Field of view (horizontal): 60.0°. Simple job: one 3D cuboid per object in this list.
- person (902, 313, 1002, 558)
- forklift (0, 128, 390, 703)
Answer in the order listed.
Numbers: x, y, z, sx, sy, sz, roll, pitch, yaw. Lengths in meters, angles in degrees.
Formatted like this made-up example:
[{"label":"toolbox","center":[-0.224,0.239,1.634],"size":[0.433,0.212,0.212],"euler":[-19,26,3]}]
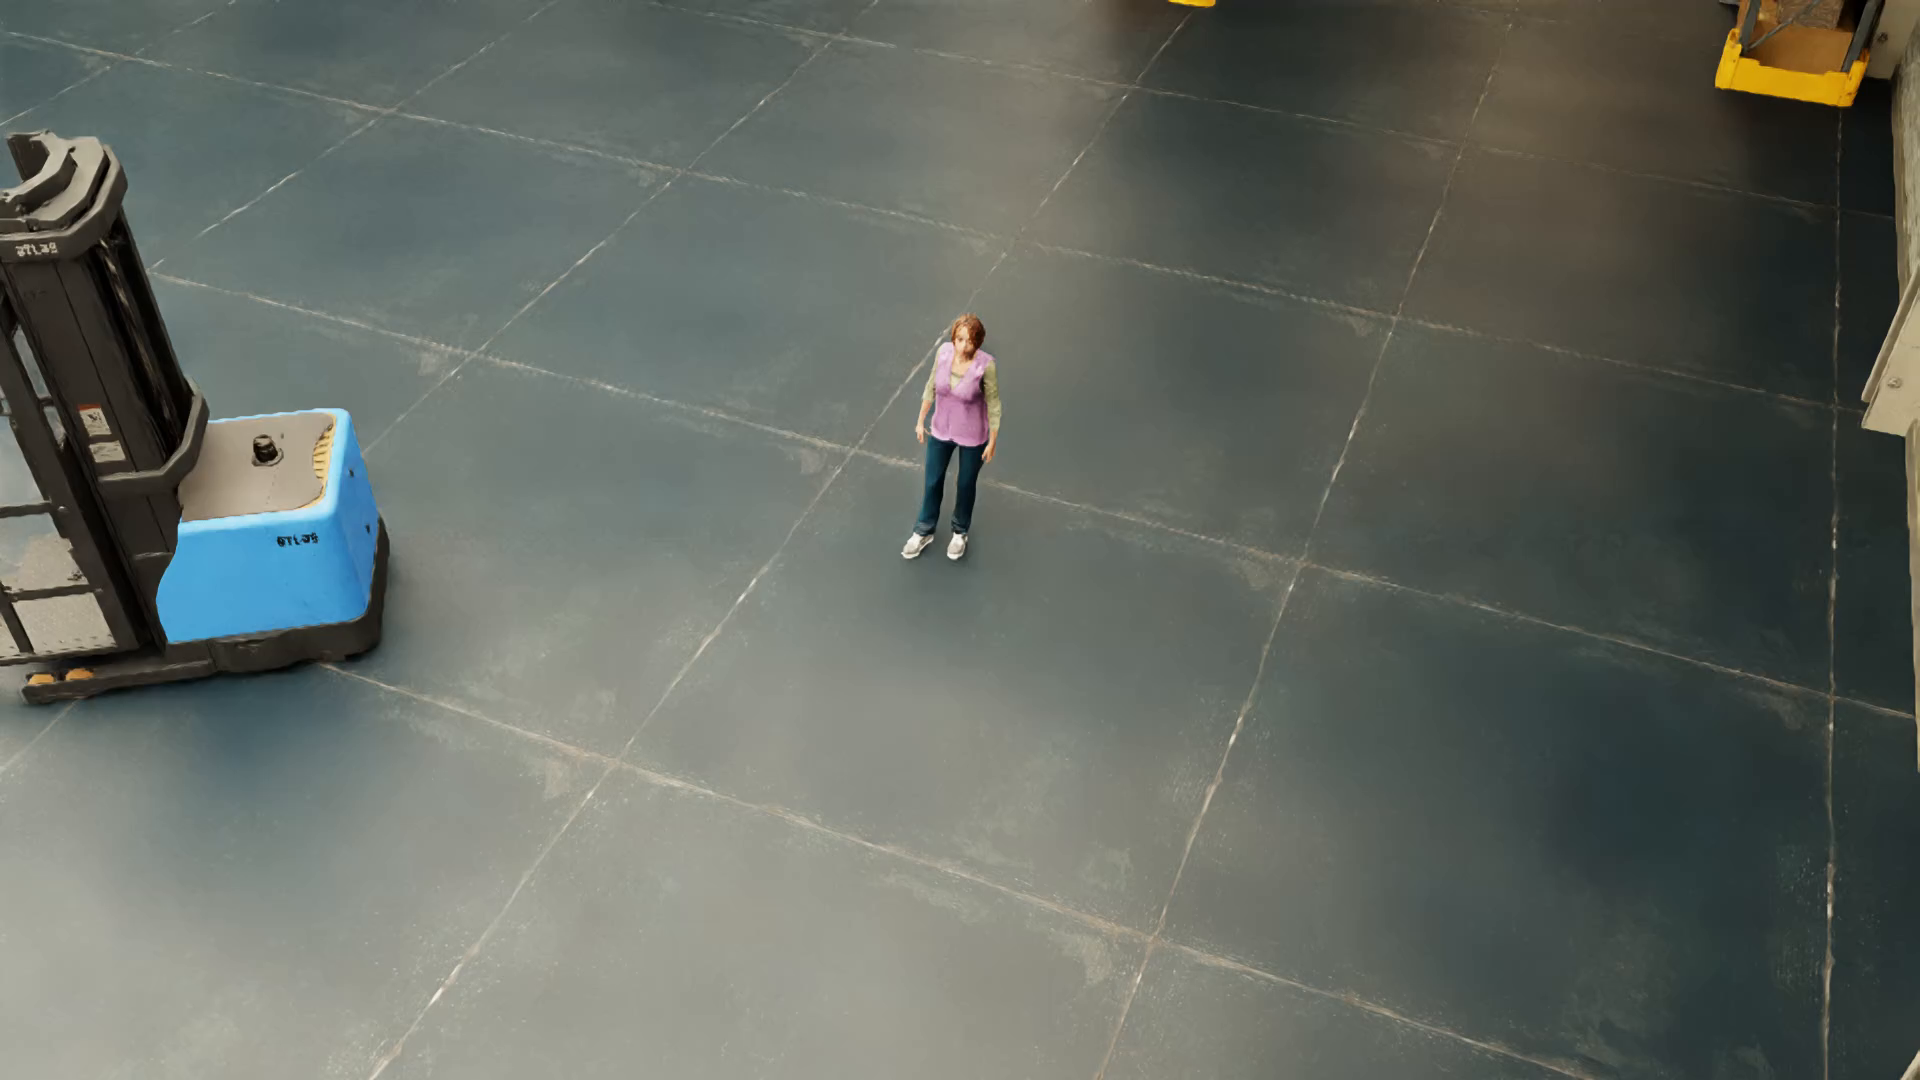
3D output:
[{"label":"person","center":[-0.043,-0.577,9.725],"size":[0.517,1.597,0.474],"euler":[15,42,17]},{"label":"forklift","center":[-4.887,-0.591,8.713],"size":[3.031,2.935,1.130],"euler":[-7,40,-8]}]
